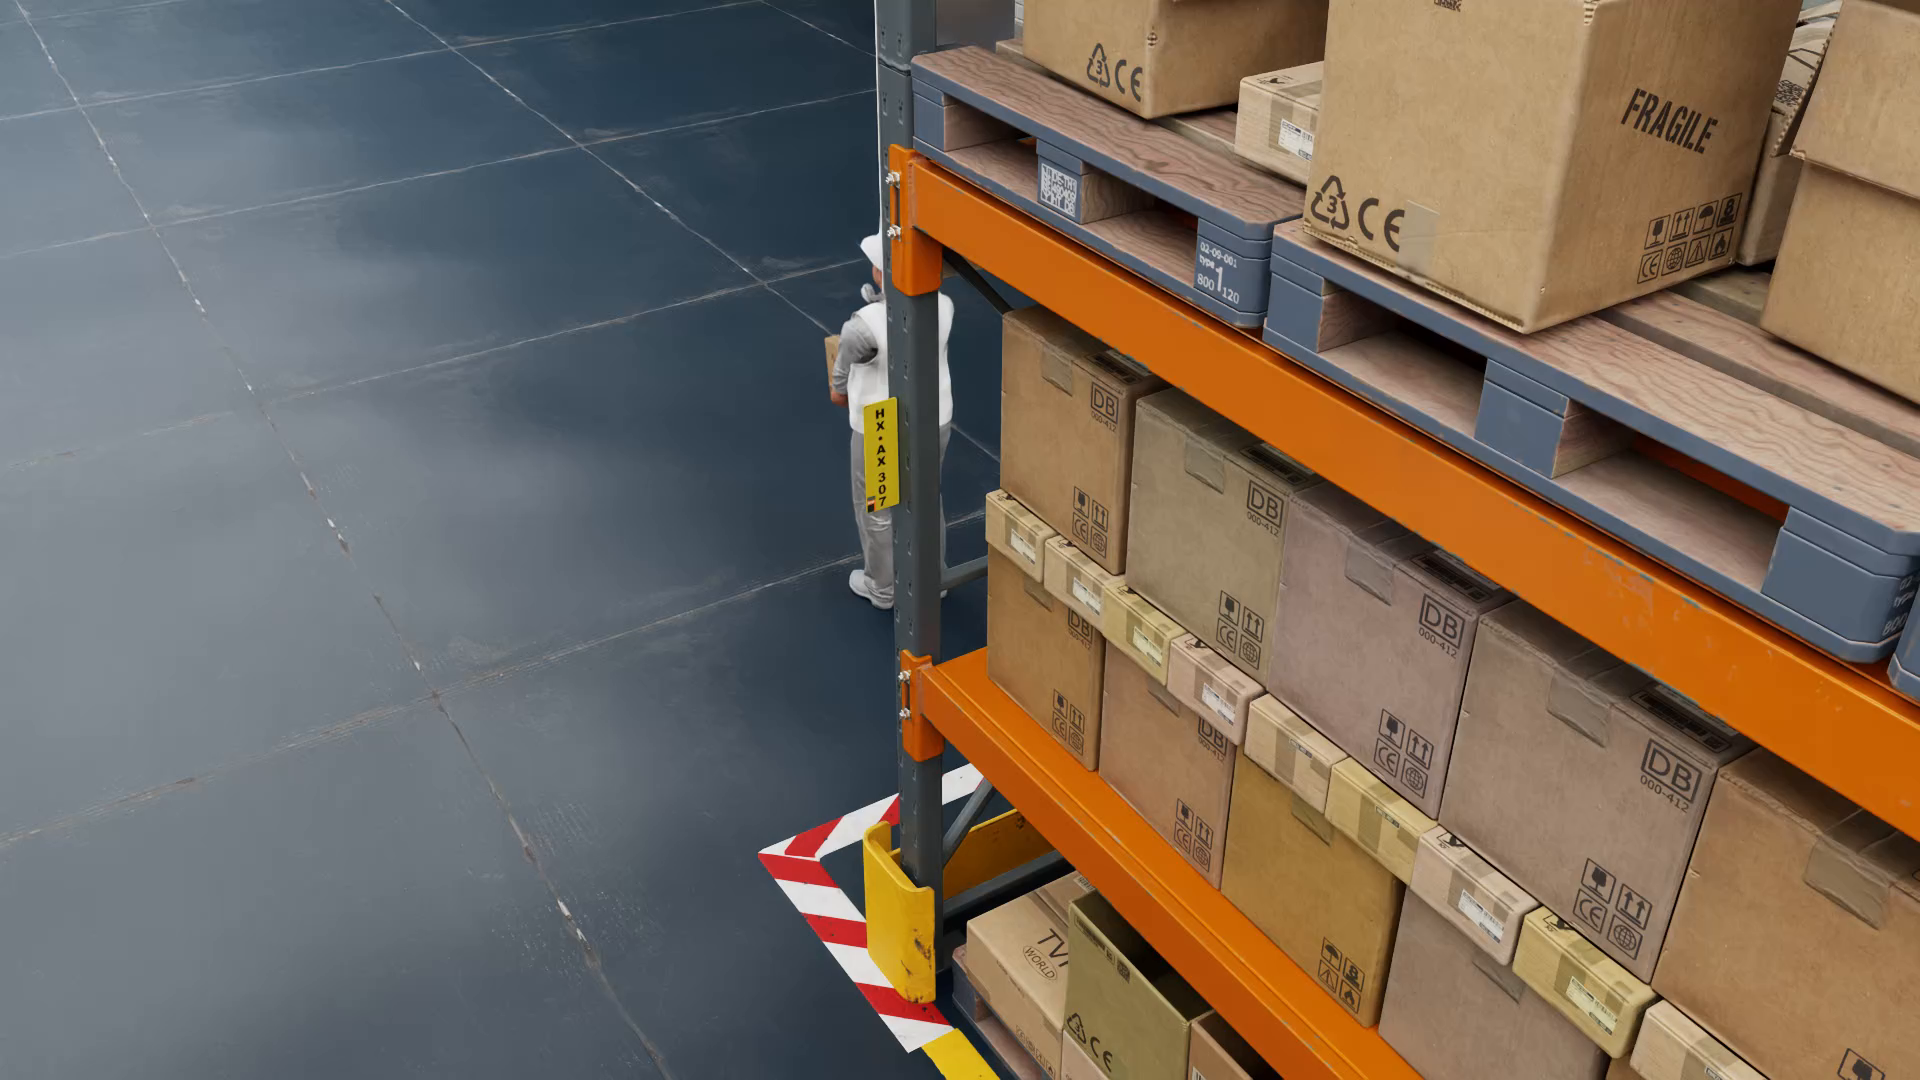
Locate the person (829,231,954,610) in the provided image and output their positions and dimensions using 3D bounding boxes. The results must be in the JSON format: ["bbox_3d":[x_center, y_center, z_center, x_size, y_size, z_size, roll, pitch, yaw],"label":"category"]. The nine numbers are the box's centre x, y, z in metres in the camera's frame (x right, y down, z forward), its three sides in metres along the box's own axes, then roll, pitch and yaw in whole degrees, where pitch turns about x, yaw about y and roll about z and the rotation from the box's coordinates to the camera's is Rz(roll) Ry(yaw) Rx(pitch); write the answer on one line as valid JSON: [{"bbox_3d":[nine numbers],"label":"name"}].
[{"bbox_3d":[-0.313,-0.530,6.956,0.494,1.765,0.554,-18,37,-26],"label":"person"}]
